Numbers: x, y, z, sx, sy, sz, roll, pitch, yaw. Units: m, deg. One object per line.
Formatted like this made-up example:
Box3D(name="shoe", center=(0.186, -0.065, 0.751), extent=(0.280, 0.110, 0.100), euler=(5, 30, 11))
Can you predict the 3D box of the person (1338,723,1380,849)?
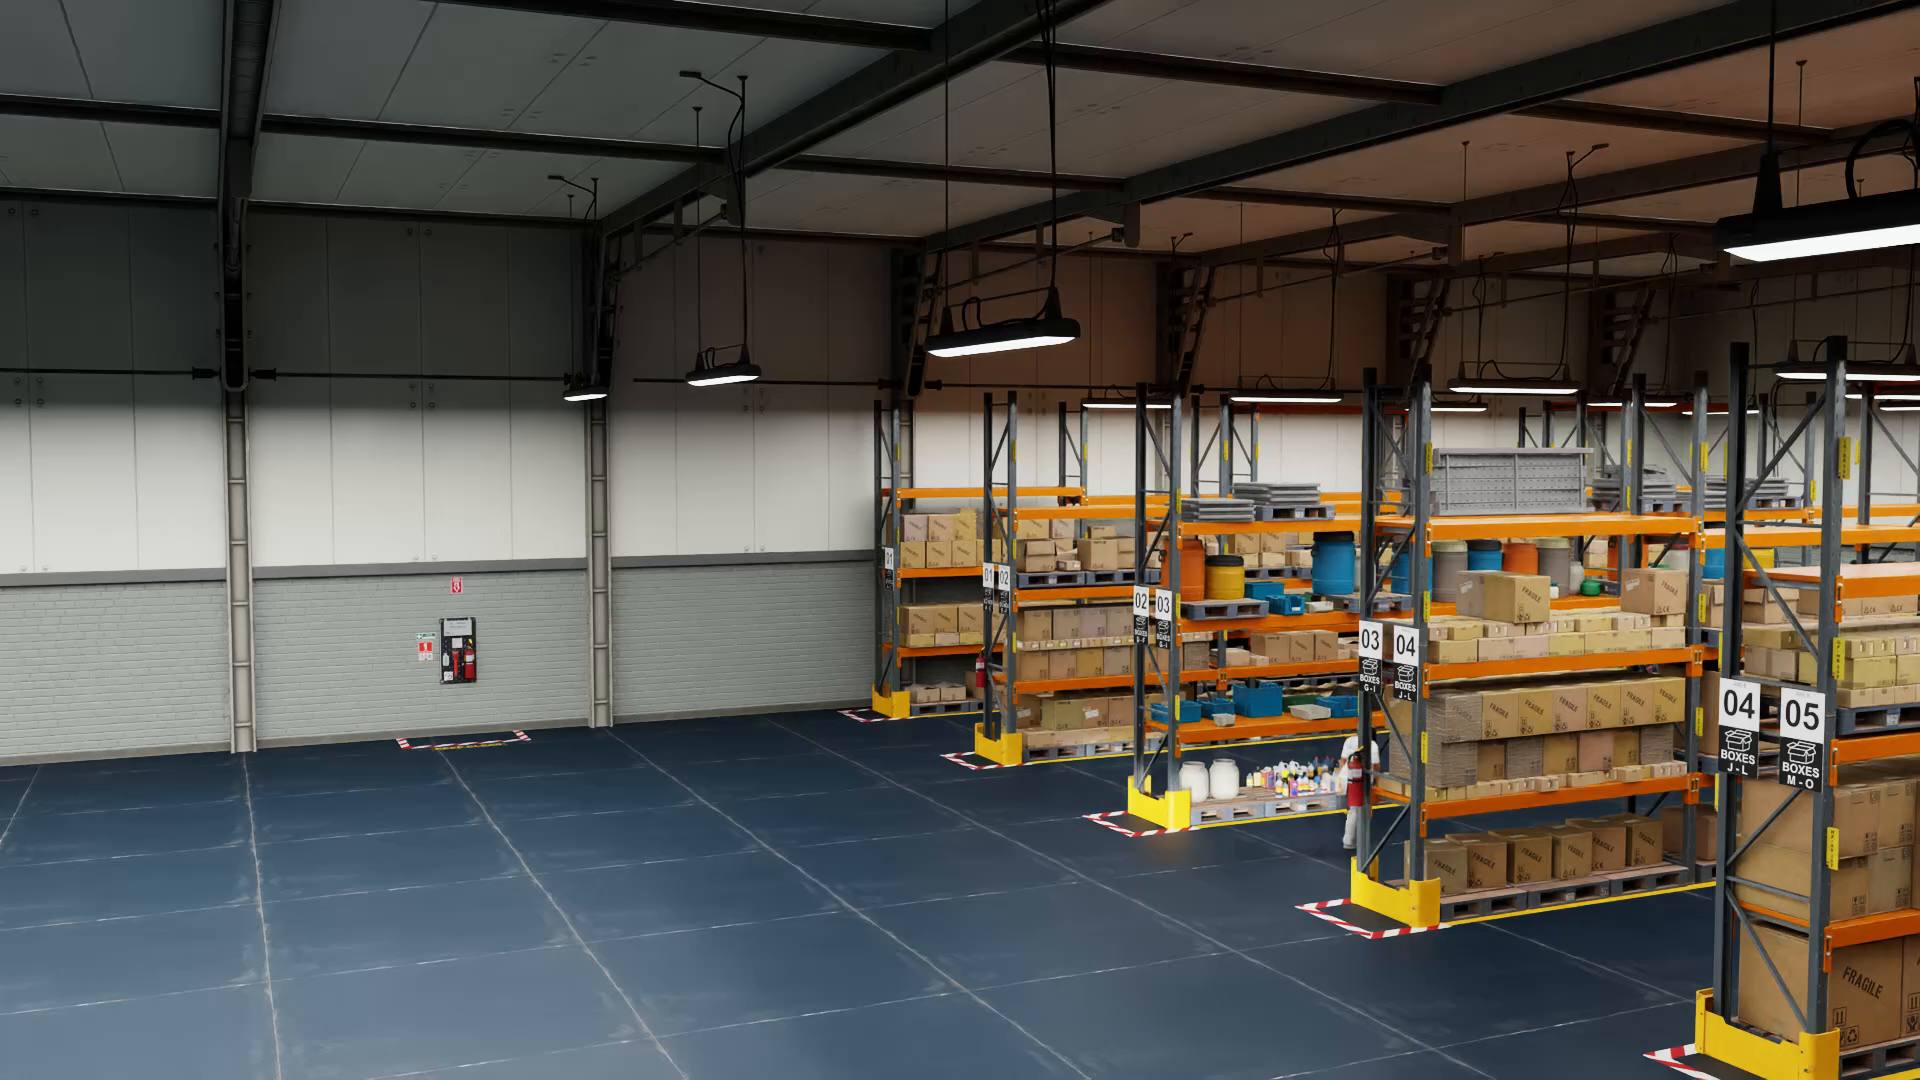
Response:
Box3D(name="person", center=(5.064, 3.109, 21.158), extent=(0.517, 1.675, 0.509), euler=(-3, 4, -38))
